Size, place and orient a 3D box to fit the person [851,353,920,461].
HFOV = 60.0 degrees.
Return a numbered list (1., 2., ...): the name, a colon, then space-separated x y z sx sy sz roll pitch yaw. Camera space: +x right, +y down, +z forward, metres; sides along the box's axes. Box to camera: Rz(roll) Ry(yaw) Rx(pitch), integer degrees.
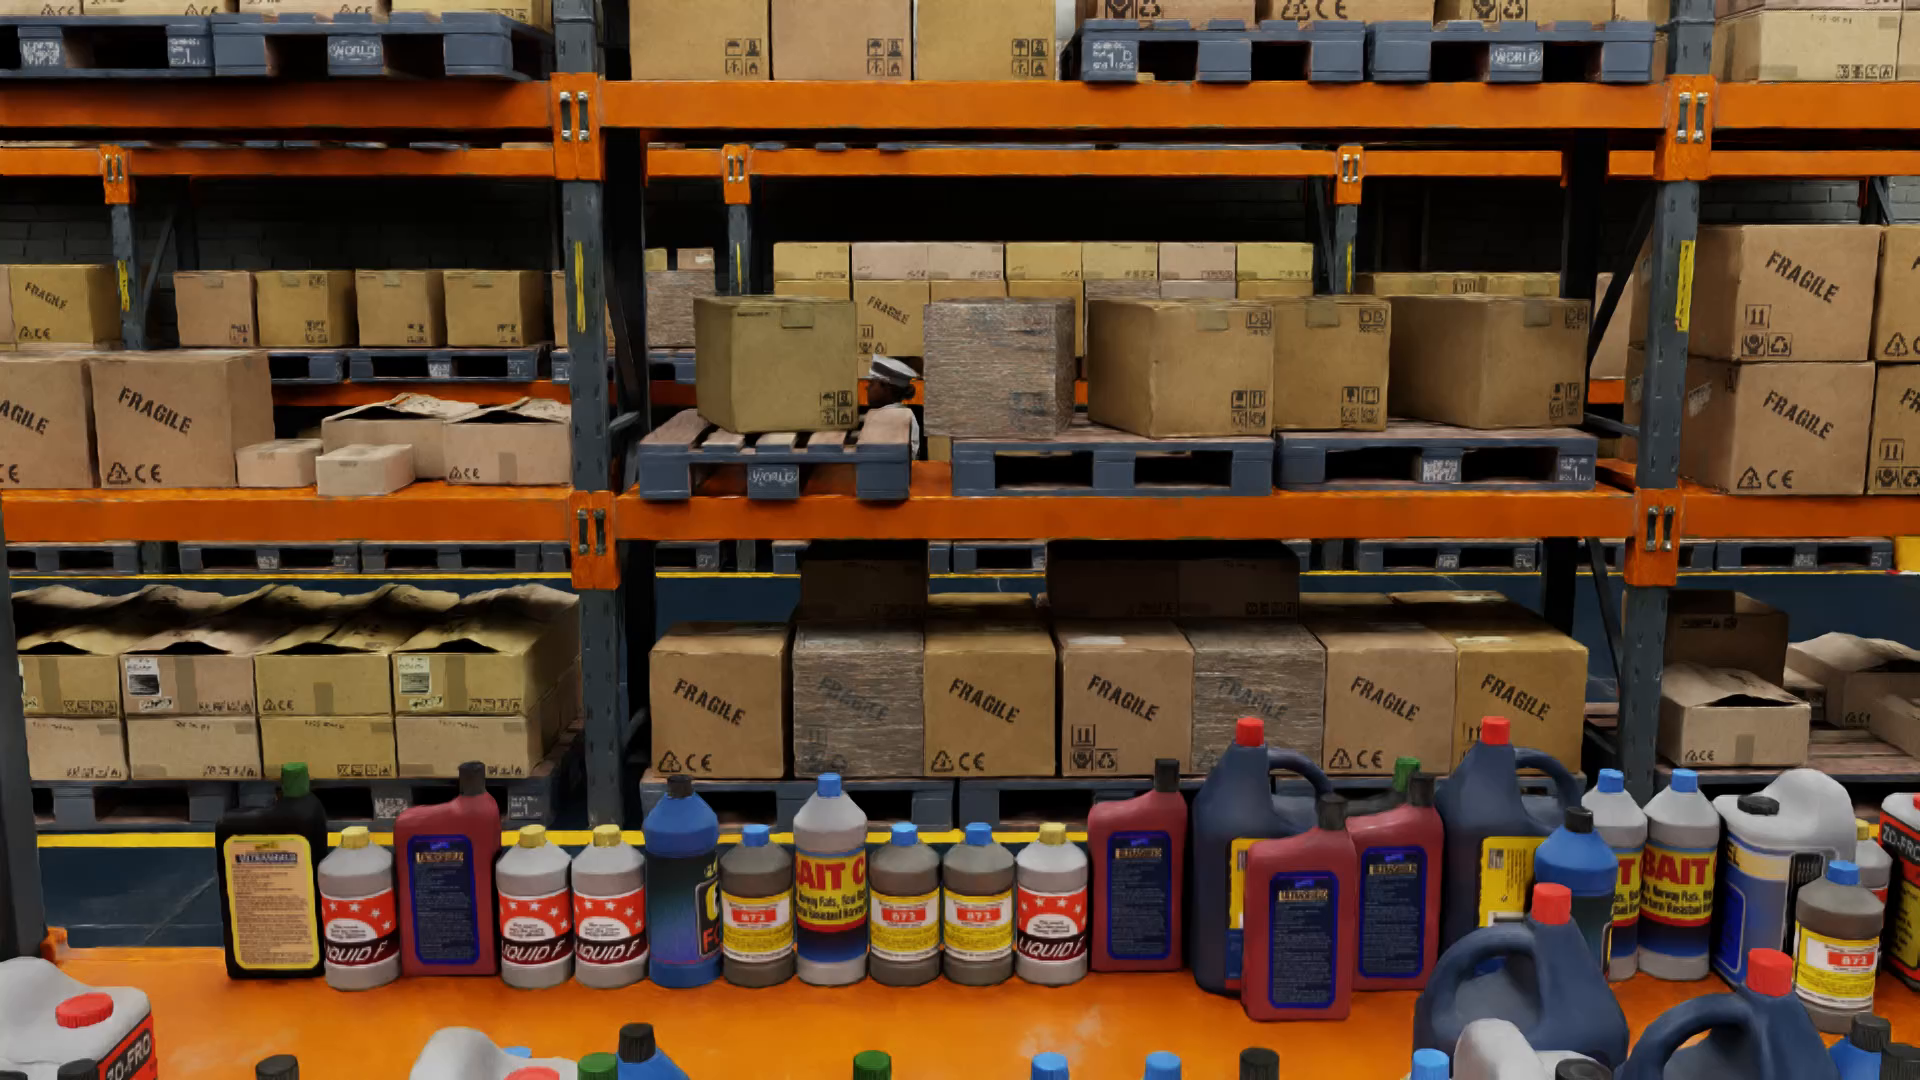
1. person: -0.473 -0.094 8.331 0.683 1.681 0.455 1 11 5
